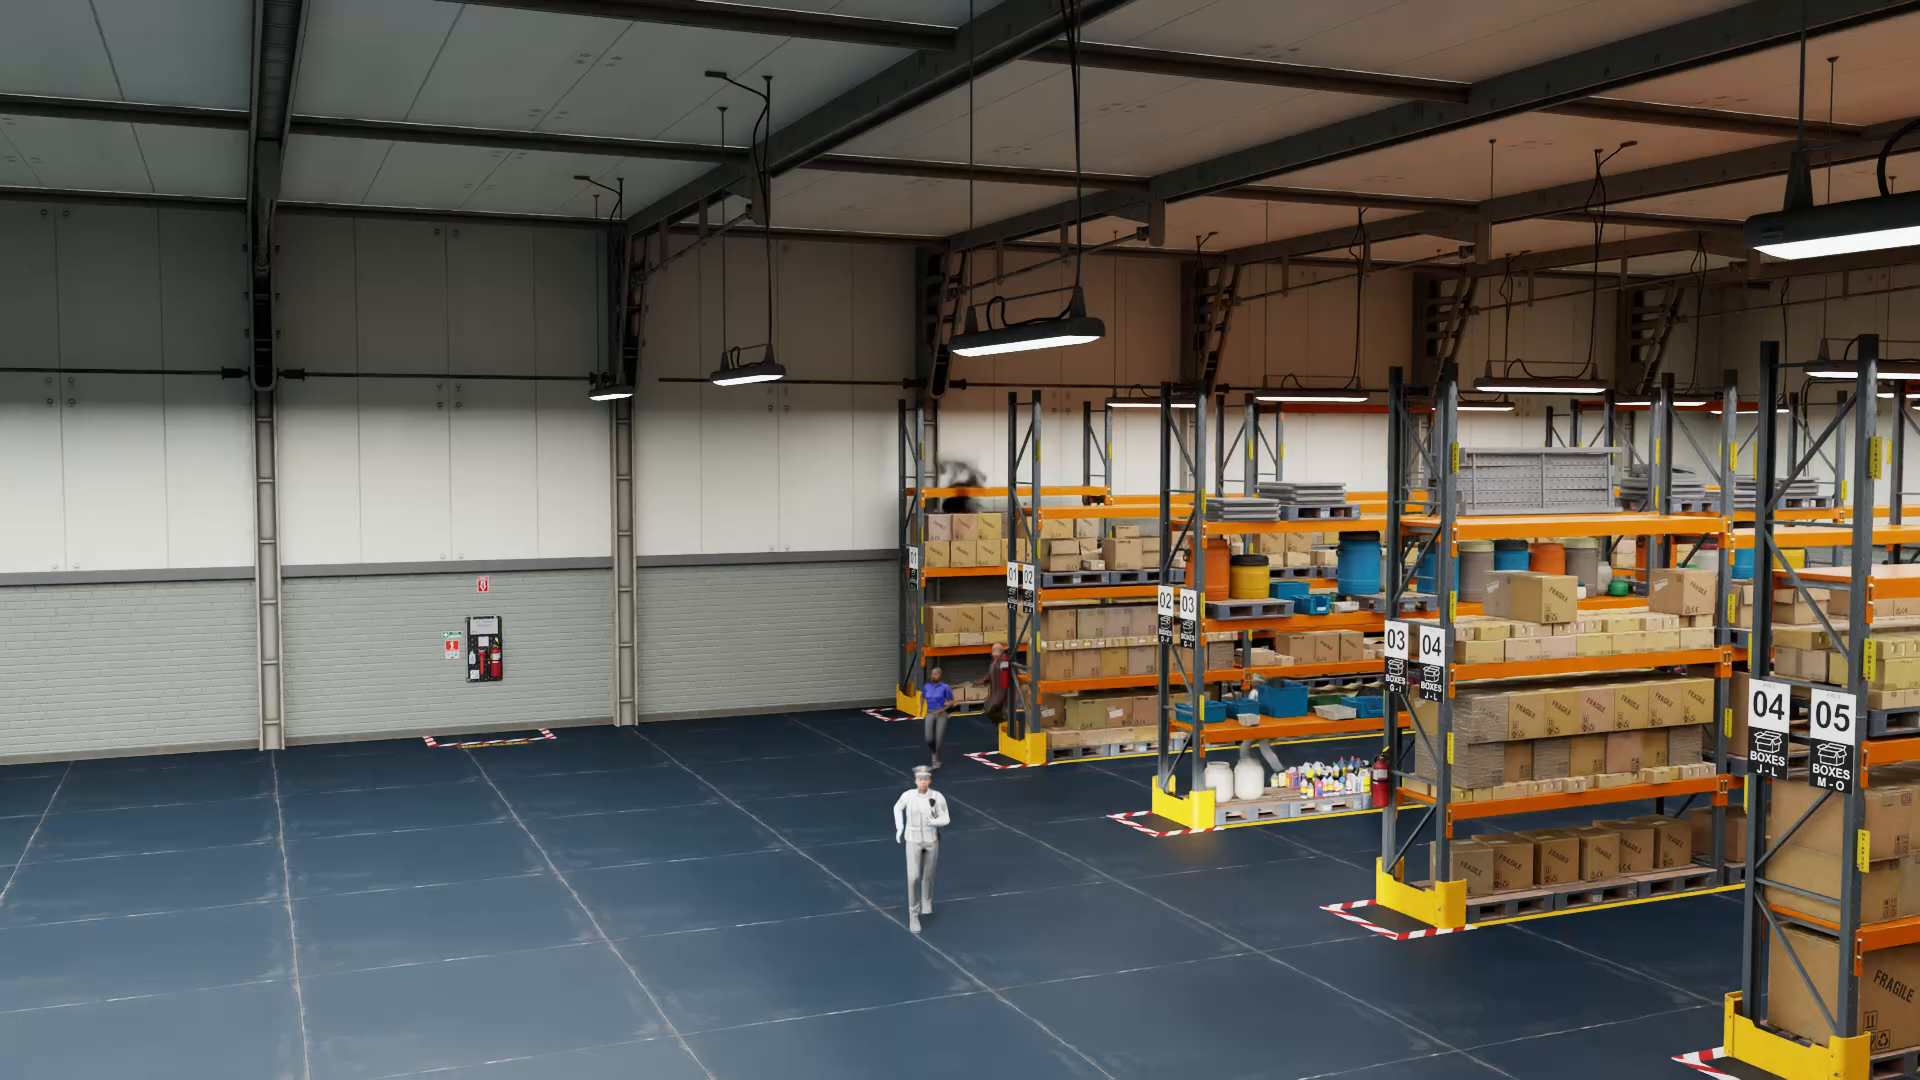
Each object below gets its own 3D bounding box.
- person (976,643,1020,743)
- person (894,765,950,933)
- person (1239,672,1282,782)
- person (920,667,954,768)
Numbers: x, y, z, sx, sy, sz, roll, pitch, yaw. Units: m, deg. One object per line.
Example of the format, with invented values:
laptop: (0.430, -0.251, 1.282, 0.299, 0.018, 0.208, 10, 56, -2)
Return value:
person: (0.653, 2.633, 28.477, 0.730, 1.725, 0.723, -2, 4, -25)
person: (-0.406, 3.272, 17.829, 0.581, 1.753, 0.761, 0, 3, -5)
person: (4.480, 2.838, 24.976, 0.885, 1.721, 0.562, -2, 4, -31)
person: (-0.401, 2.831, 26.351, 0.595, 1.597, 0.541, 1, 3, 14)
